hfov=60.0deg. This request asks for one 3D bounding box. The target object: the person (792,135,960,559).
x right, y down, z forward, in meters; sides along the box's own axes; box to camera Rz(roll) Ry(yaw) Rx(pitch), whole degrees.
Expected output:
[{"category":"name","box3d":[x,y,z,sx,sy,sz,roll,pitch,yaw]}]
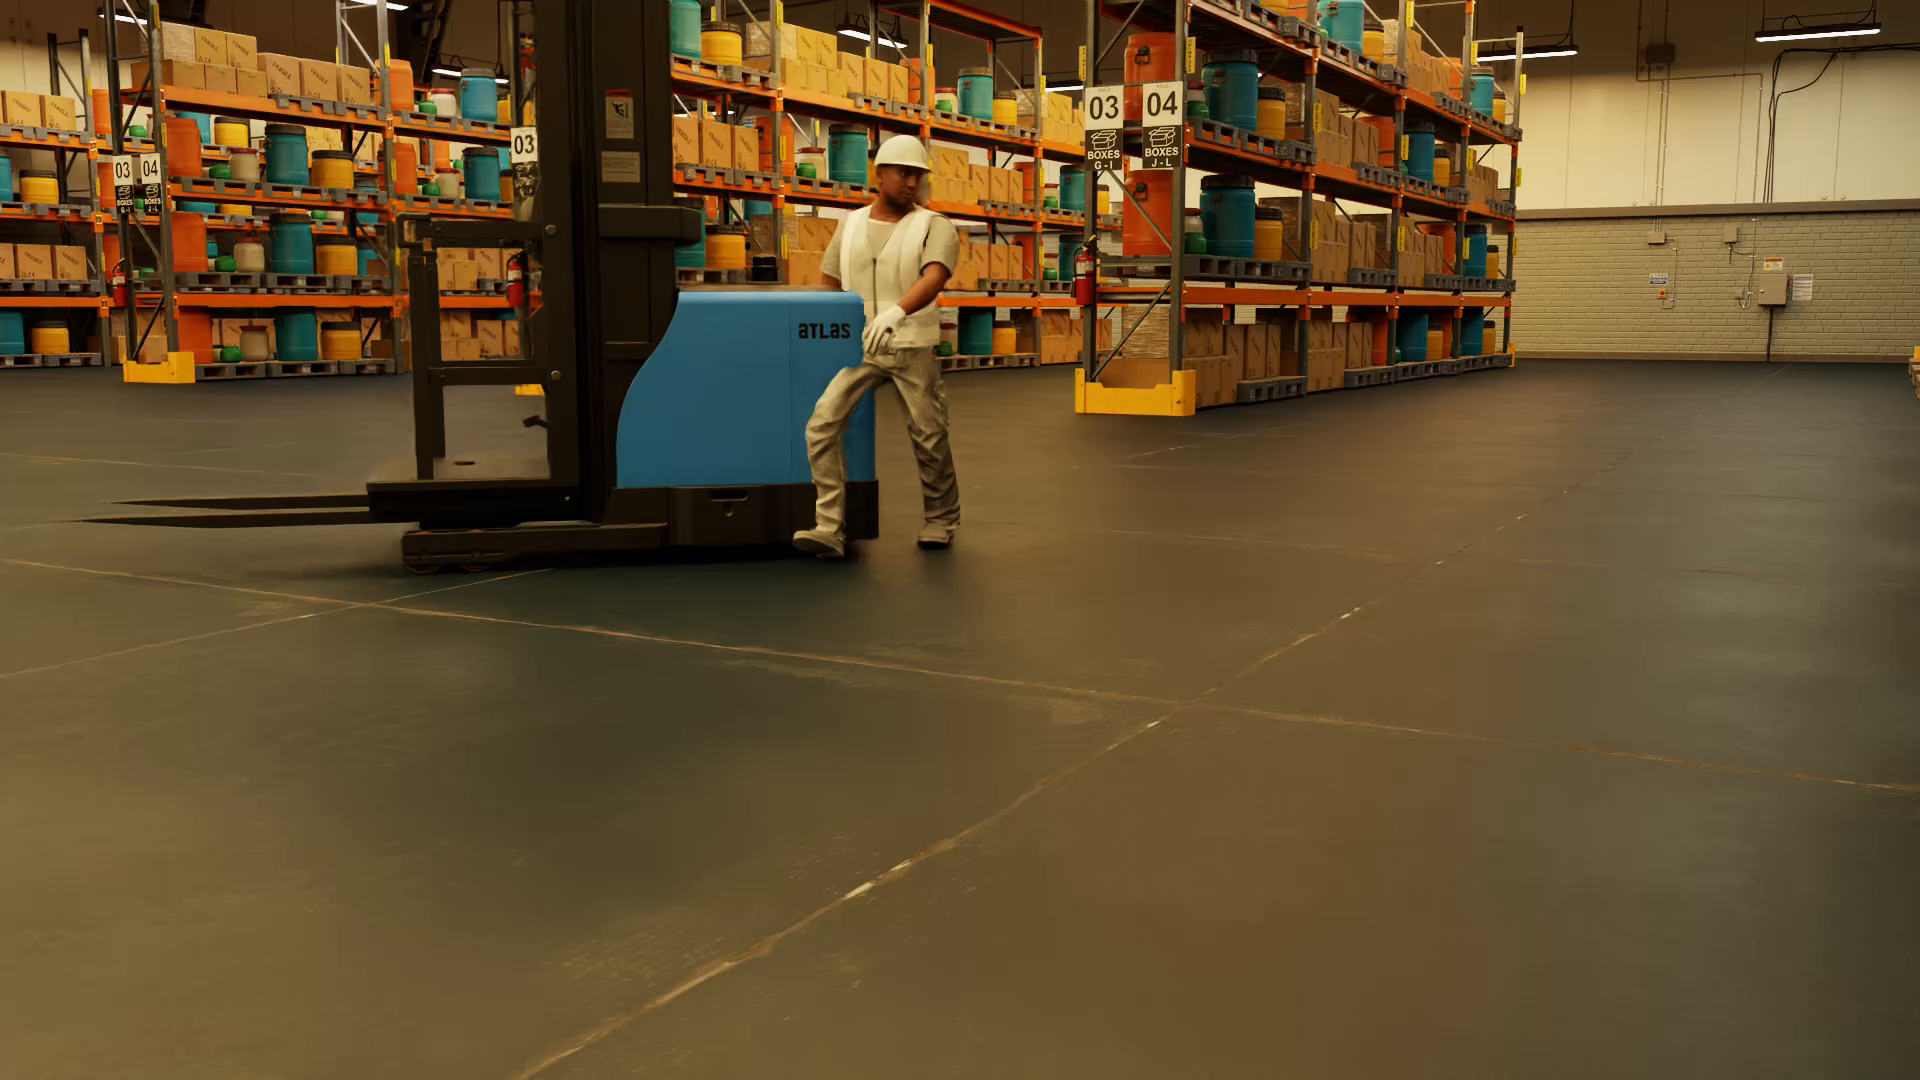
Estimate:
[{"category":"person","box3d":[-0.363,-0.779,6.802,0.727,1.719,0.823,2,8,14]}]

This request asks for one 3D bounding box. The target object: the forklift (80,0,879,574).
[{"category":"forklift","box3d":[-1.911,-1.401,6.748,3.031,2.935,1.130,-2,8,-14]}]
